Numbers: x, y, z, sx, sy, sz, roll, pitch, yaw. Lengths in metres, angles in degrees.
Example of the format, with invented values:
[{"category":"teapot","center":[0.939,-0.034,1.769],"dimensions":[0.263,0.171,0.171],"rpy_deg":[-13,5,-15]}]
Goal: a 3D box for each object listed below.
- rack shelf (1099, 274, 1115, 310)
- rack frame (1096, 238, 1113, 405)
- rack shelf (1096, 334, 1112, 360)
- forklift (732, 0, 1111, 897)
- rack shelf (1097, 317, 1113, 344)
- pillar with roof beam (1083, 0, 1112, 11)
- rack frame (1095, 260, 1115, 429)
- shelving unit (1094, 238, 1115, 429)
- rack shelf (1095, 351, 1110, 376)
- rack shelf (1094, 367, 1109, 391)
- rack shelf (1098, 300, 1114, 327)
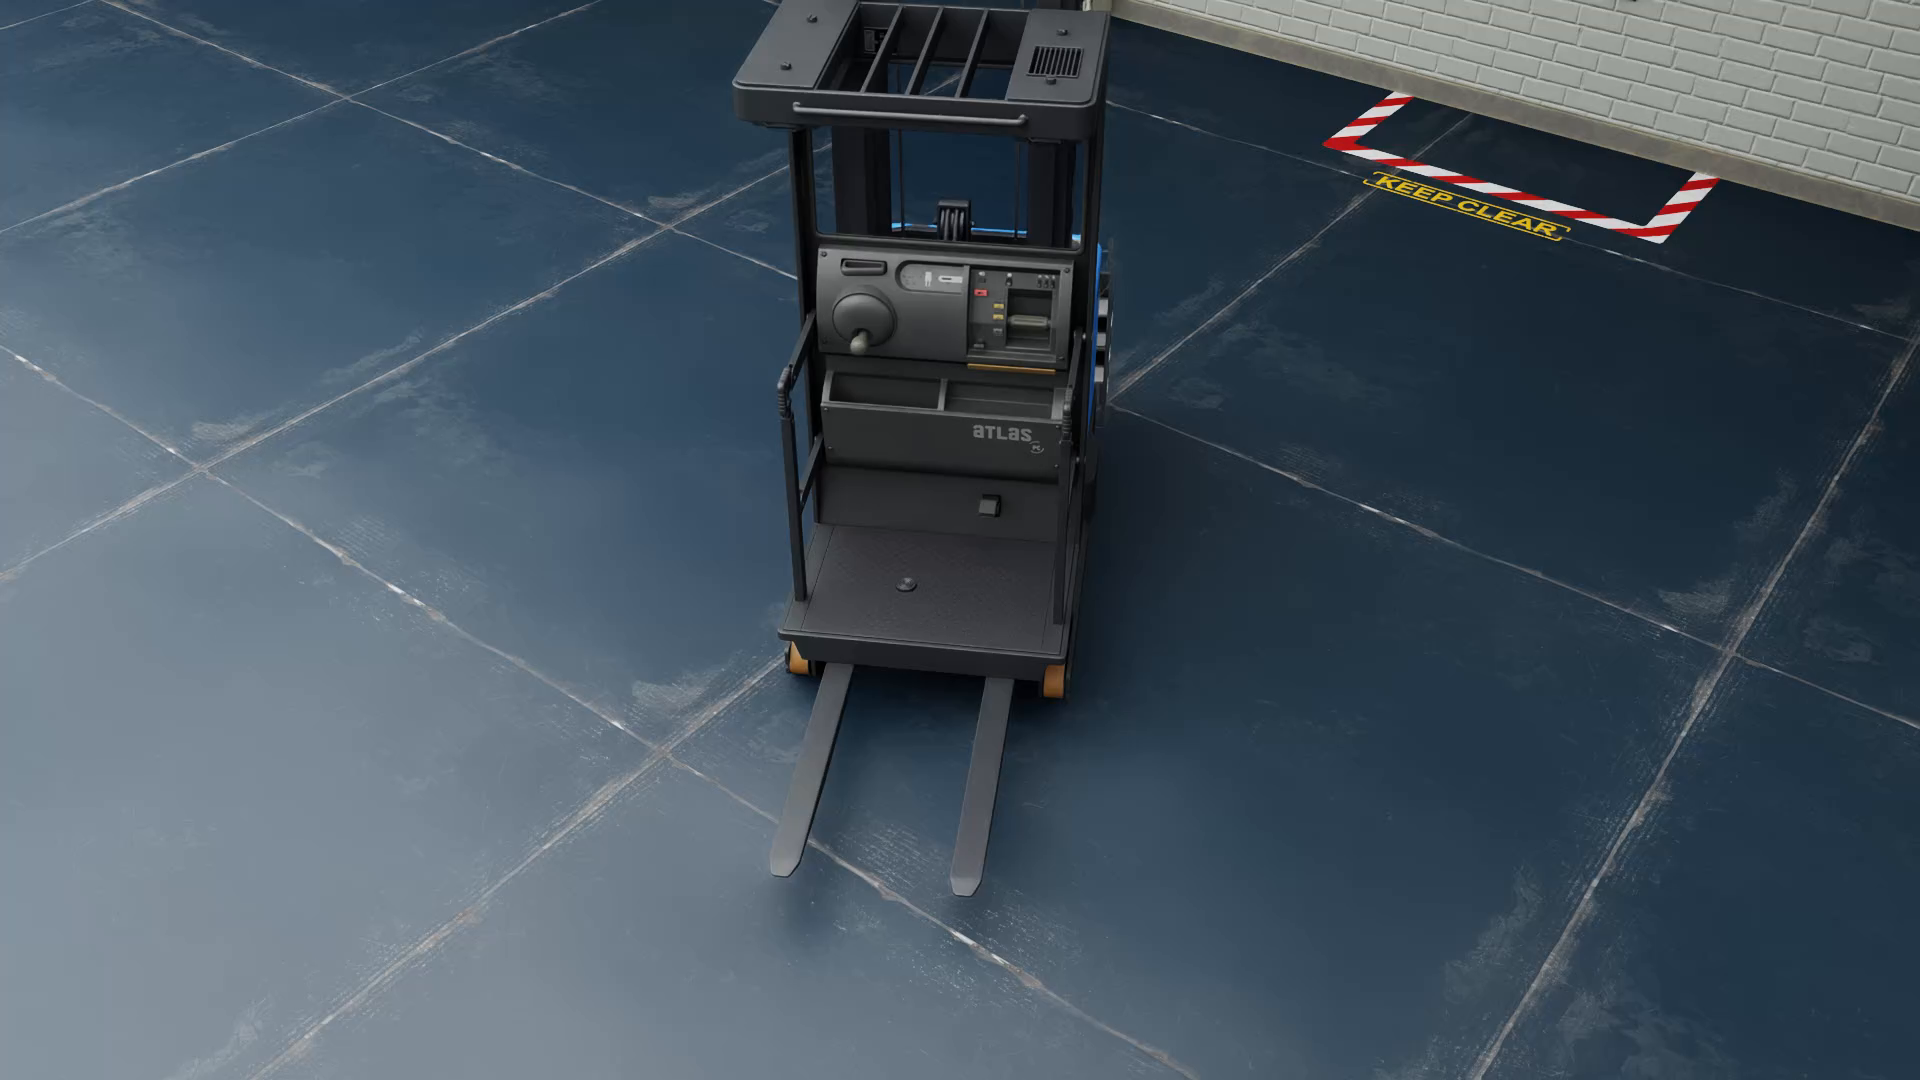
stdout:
[{"category":"rack shelf","center":[0.572,-1.137,7.588],"dimensions":[0.258,0.077,0.200],"rpy_deg":[1,38,1]},{"category":"rack frame","center":[0.575,-1.014,7.814],"dimensions":[0.240,0.900,0.006],"rpy_deg":[1,38,1]},{"category":"rack shelf","center":[0.572,-0.925,7.755],"dimensions":[0.258,0.077,0.200],"rpy_deg":[1,38,1]},{"category":"forklift","center":[-0.085,-0.771,5.858],"dimensions":[1.130,2.935,3.031],"rpy_deg":[5,38,6]},{"category":"rack shelf","center":[0.572,-0.996,7.699],"dimensions":[0.258,0.077,0.200],"rpy_deg":[1,38,1]},{"category":"pillar with roof beam","center":[-1.742,-5.278,6.691],"dimensions":[0.400,9.000,9.100],"rpy_deg":[25,45,29]},{"category":"rack frame","center":[0.569,-0.888,7.655],"dimensions":[0.240,0.900,0.006],"rpy_deg":[1,38,1]},{"category":"shelving unit","center":[0.572,-0.951,7.735],"dimensions":[0.258,0.900,0.210],"rpy_deg":[1,38,1]},{"category":"rack shelf","center":[0.572,-0.855,7.811],"dimensions":[0.258,0.077,0.200],"rpy_deg":[1,38,1]},{"category":"rack shelf","center":[0.572,-0.784,7.867],"dimensions":[0.258,0.077,0.200],"rpy_deg":[1,38,1]},{"category":"rack shelf","center":[0.572,-1.067,7.644],"dimensions":[0.258,0.077,0.200],"rpy_deg":[1,38,1]}]
